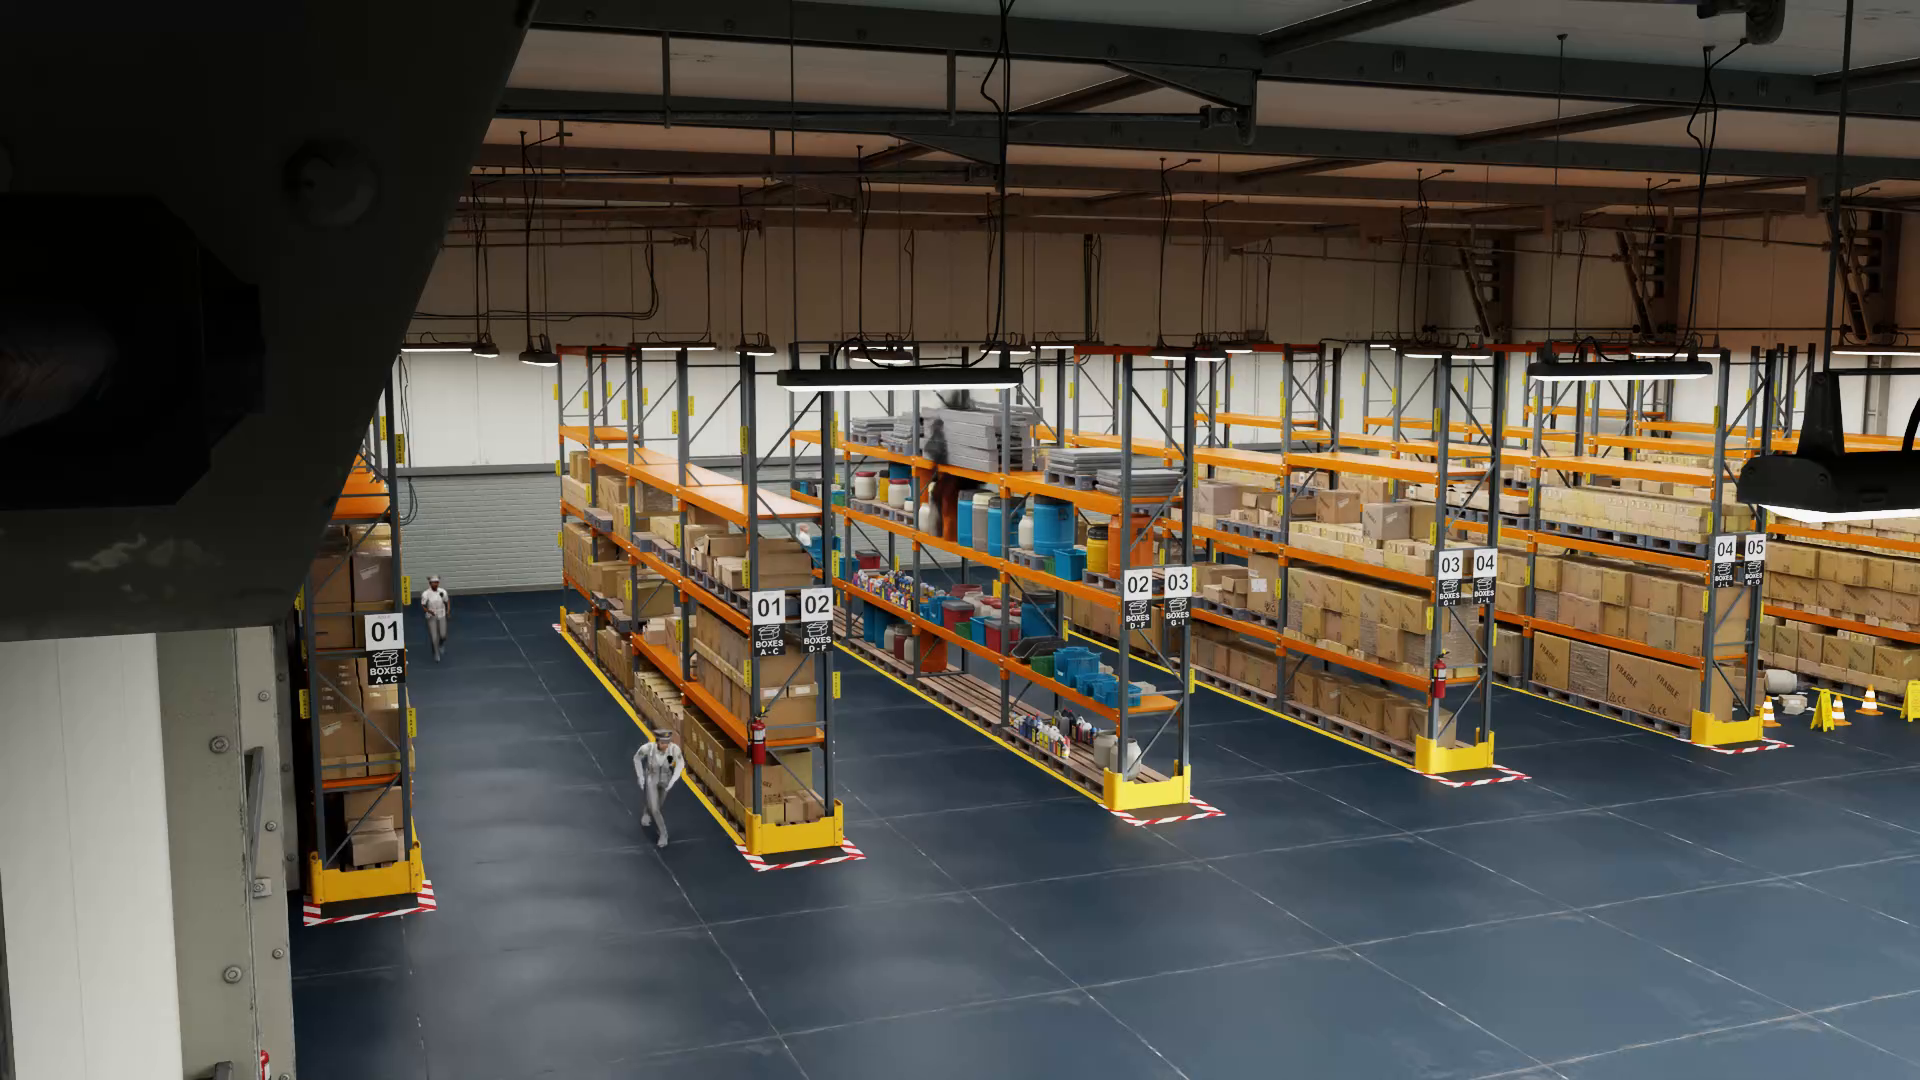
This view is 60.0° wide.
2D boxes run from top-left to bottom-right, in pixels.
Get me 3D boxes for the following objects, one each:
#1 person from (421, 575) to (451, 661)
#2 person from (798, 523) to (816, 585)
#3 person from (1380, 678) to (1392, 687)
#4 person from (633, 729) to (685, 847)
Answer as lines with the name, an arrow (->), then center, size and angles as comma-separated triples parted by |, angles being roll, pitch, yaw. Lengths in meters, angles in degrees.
person -> -9.986, 1.487, 31.756 | 0.569, 1.661, 0.516 | -3, 8, -25
person -> -3.734, 0.447, 39.655 | 0.719, 1.744, 0.712 | 0, 7, 0
person -> 7.644, 1.780, 29.577 | 0.650, 1.653, 0.739 | -4, 8, -28
person -> -3.754, 2.999, 20.663 | 0.615, 1.507, 1.049 | -3, 8, -20
